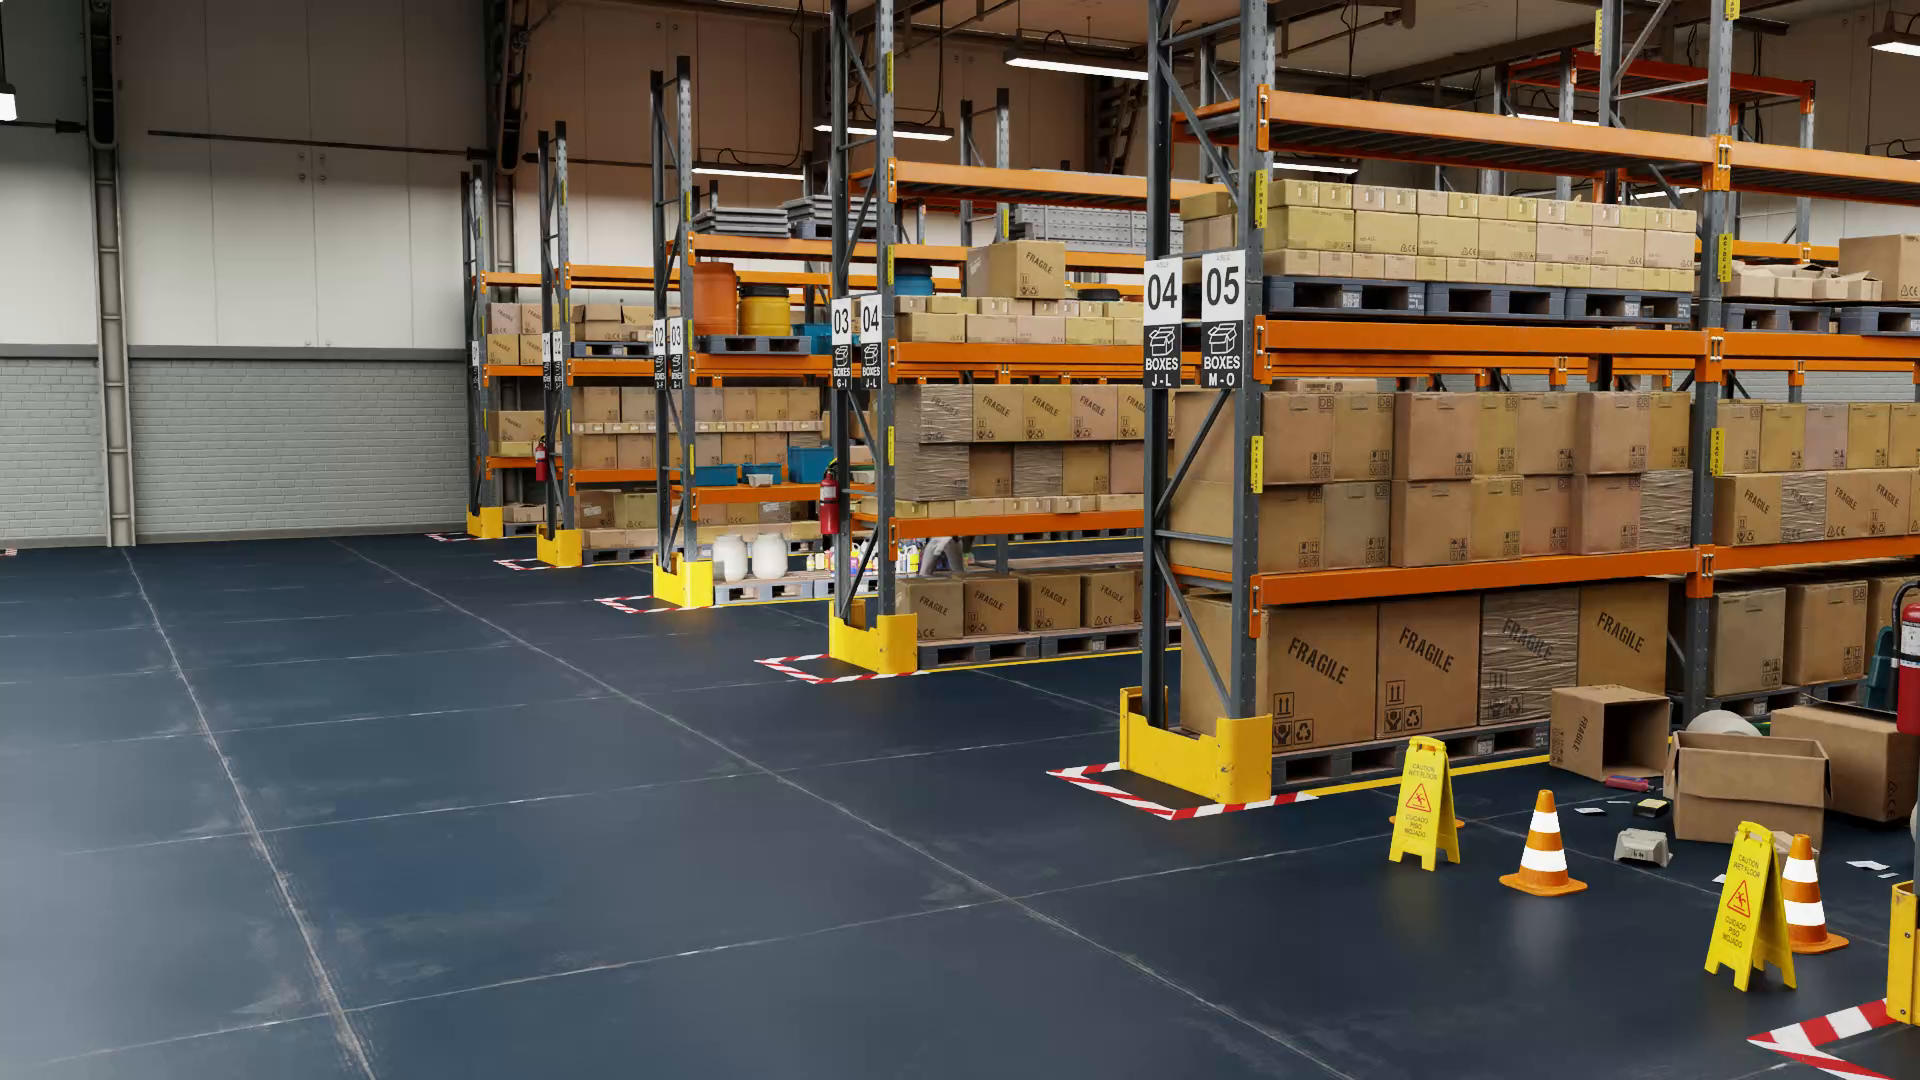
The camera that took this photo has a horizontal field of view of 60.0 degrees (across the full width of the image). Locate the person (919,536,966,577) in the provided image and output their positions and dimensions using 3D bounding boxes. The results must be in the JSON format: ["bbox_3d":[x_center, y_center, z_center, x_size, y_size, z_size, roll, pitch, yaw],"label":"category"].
[{"bbox_3d":[-0.197,0.014,17.018,1.009,1.620,0.496,-5,7,-43],"label":"person"}]
